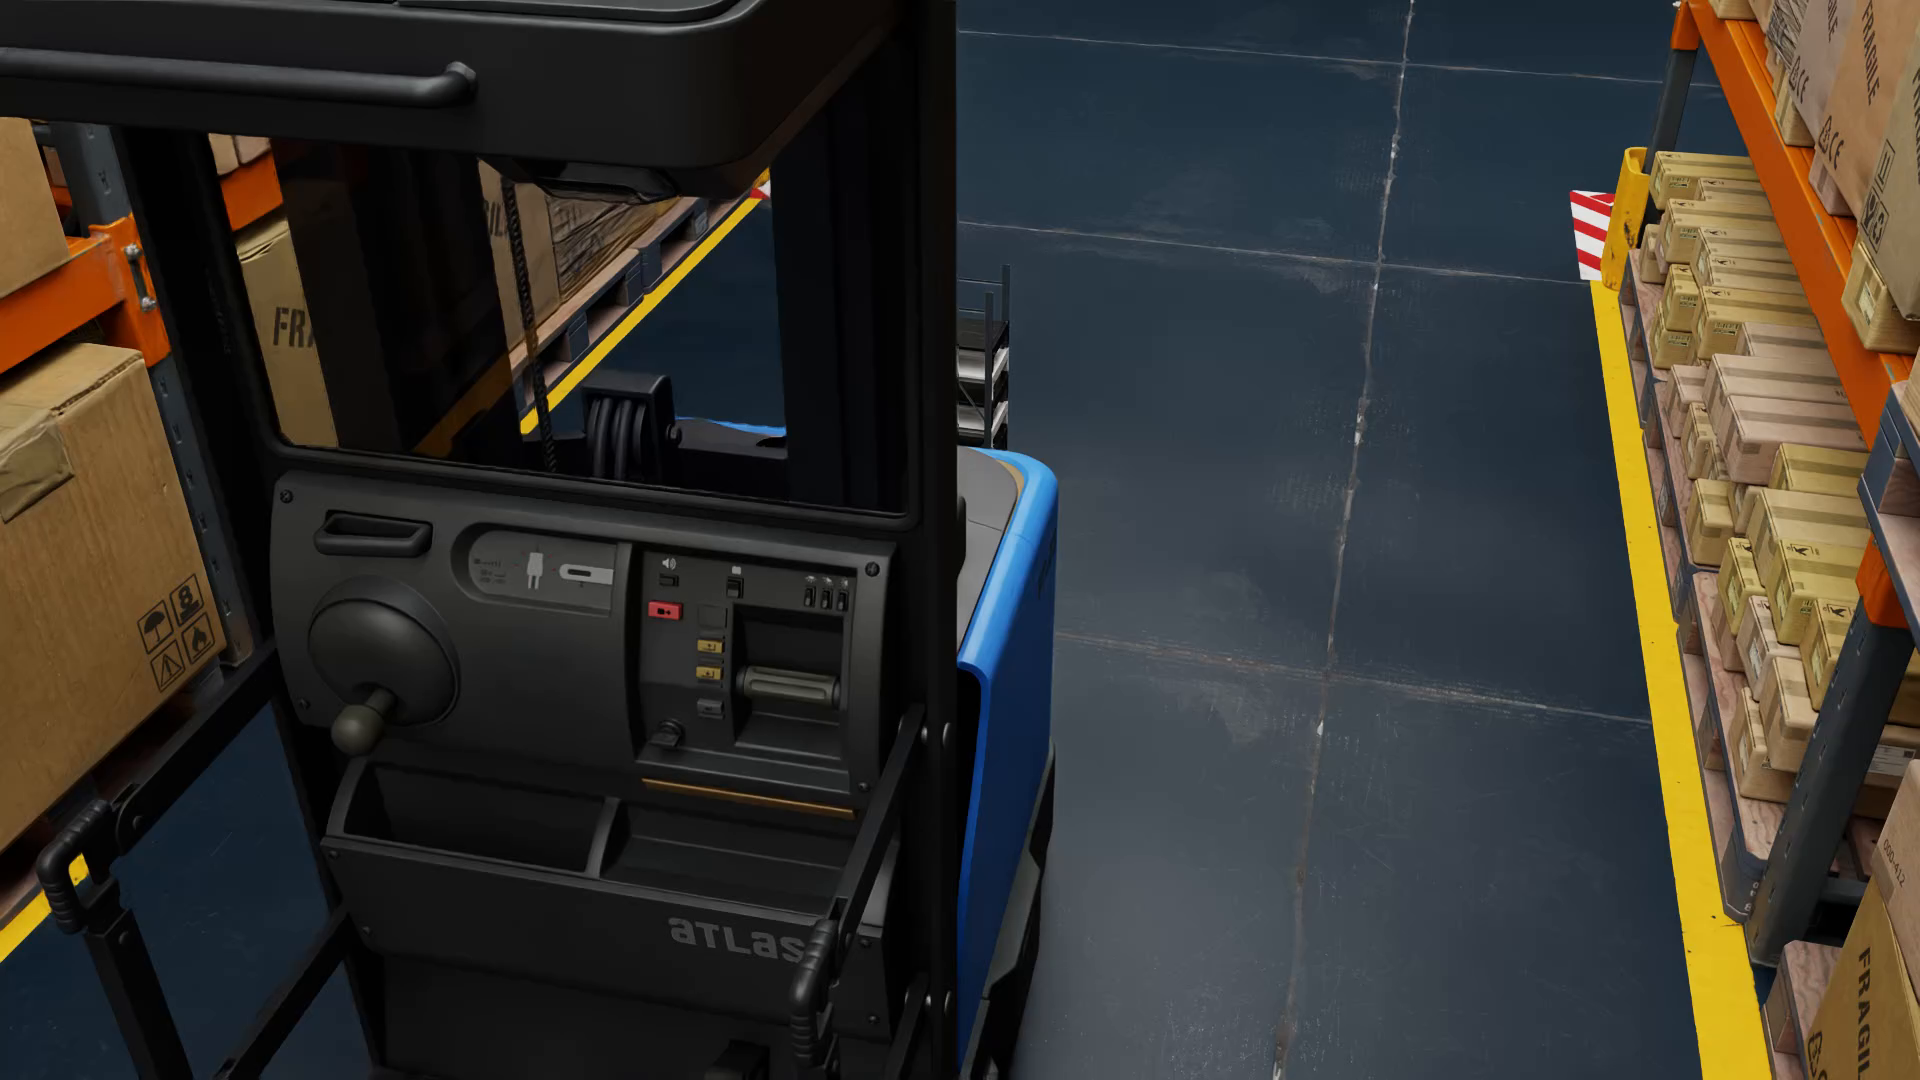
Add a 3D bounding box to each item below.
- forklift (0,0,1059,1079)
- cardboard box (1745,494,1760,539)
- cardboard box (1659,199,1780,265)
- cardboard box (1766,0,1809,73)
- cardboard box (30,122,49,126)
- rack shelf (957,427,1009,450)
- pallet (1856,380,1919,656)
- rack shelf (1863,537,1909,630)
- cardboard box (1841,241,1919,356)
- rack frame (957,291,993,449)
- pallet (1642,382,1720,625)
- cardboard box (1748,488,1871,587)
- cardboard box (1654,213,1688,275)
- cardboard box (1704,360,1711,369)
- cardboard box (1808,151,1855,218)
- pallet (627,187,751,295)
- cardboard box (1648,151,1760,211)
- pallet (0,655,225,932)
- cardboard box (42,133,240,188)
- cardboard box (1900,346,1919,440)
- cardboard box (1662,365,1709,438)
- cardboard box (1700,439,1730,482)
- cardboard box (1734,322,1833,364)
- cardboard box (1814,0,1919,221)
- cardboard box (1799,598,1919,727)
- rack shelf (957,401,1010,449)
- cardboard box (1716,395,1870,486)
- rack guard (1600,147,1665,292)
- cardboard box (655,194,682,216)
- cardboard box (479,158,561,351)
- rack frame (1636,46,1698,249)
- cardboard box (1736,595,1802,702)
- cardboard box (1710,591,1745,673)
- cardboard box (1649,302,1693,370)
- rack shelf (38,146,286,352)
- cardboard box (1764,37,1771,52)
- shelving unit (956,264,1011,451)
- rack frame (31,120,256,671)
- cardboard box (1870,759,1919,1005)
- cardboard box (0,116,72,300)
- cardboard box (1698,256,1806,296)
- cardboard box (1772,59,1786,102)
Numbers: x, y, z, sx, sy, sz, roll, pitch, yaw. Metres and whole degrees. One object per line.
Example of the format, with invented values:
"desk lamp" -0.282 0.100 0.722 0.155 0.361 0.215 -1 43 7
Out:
"forklift" -0.599 0.201 2.201 1.130 2.935 3.031 7 33 11
"cardboard box" 2.315 0.023 4.407 0.380 0.149 0.250 8 33 13
"cardboard box" 2.688 -1.073 5.853 0.380 0.149 0.250 8 33 12
"cardboard box" 2.539 -1.520 4.474 0.500 0.500 0.500 7 33 11
"cardboard box" -2.670 -1.229 4.621 0.380 0.149 0.250 9 33 13
"rack shelf" 0.002 -0.280 5.081 0.258 0.077 0.200 8 33 12
"pallet" 1.942 0.187 2.338 1.003 0.211 1.213 8 33 12
"rack shelf" 1.769 1.071 1.440 1.077 0.370 4.000 8 33 12
"cardboard box" 2.082 -0.493 3.464 0.380 0.149 0.250 7 33 11
"rack frame" -0.024 -0.331 4.932 0.240 0.900 0.006 8 33 12
"pallet" 2.720 -0.082 5.183 1.003 0.211 1.213 8 33 12
"cardboard box" 2.198 0.016 4.140 0.380 0.149 0.250 8 33 12
"cardboard box" 2.786 -1.075 6.133 0.380 0.149 0.250 8 33 12
"cardboard box" 2.664 -0.667 5.491 0.380 0.149 0.250 6 33 10
"cardboard box" 2.337 -0.899 4.103 0.380 0.149 0.250 7 33 10
"pallet" -1.608 -1.472 7.368 1.003 0.211 1.213 8 33 12
"cardboard box" 2.830 -1.346 6.282 0.380 0.149 0.250 7 33 10
"pallet" -2.619 0.589 4.127 1.003 0.211 1.213 8 33 12
"cardboard box" -2.099 -1.001 4.262 0.380 0.149 0.250 8 33 12
"cardboard box" 1.731 -0.200 2.611 0.380 0.149 0.250 6 33 10
"cardboard box" 2.514 -0.435 5.404 0.380 0.149 0.250 6 33 10
"cardboard box" 2.440 -0.158 4.968 0.380 0.149 0.250 9 33 13
"cardboard box" 2.544 -0.517 4.978 0.380 0.149 0.250 8 33 12
"cardboard box" 2.259 -0.997 3.652 0.500 0.500 0.500 7 33 11
"cardboard box" 2.115 0.284 3.718 0.380 0.149 0.250 9 34 14
"rack shelf" 0.002 -0.356 5.033 0.258 0.077 0.200 8 33 12
"cardboard box" 2.318 -0.261 4.576 0.380 0.149 0.250 6 33 10
"rack guard" 3.272 -1.252 6.753 1.175 0.500 0.348 8 33 12
"cardboard box" -1.566 -2.012 7.207 0.875 0.875 0.875 8 33 12
"cardboard box" -2.022 -1.078 5.738 0.875 0.875 0.875 8 33 12
"rack frame" 3.291 -2.346 6.145 1.000 3.000 0.127 8 33 12
"cardboard box" 2.105 0.281 4.001 0.380 0.149 0.250 6 33 10
"cardboard box" 2.198 0.236 4.349 0.380 0.149 0.250 7 33 11
"cardboard box" 2.634 -0.698 5.817 0.380 0.149 0.250 8 33 13
"rack shelf" -1.988 -1.733 5.850 1.077 0.370 4.000 8 33 12
"cardboard box" 2.722 -1.556 5.136 0.380 0.149 0.250 8 33 12
"shelving unit" 0.002 -0.384 5.015 0.258 0.900 0.210 8 33 12
"rack frame" -2.496 -0.998 4.024 1.000 3.000 0.127 8 33 12
"cardboard box" 1.833 0.638 2.690 0.500 0.250 0.500 7 33 10
"cardboard box" -2.350 -0.761 3.557 0.500 0.500 0.500 8 33 13
"cardboard box" 2.626 -0.791 5.409 0.380 0.149 0.250 9 34 14
"cardboard box" 2.546 -1.300 4.734 0.380 0.149 0.250 9 34 14
